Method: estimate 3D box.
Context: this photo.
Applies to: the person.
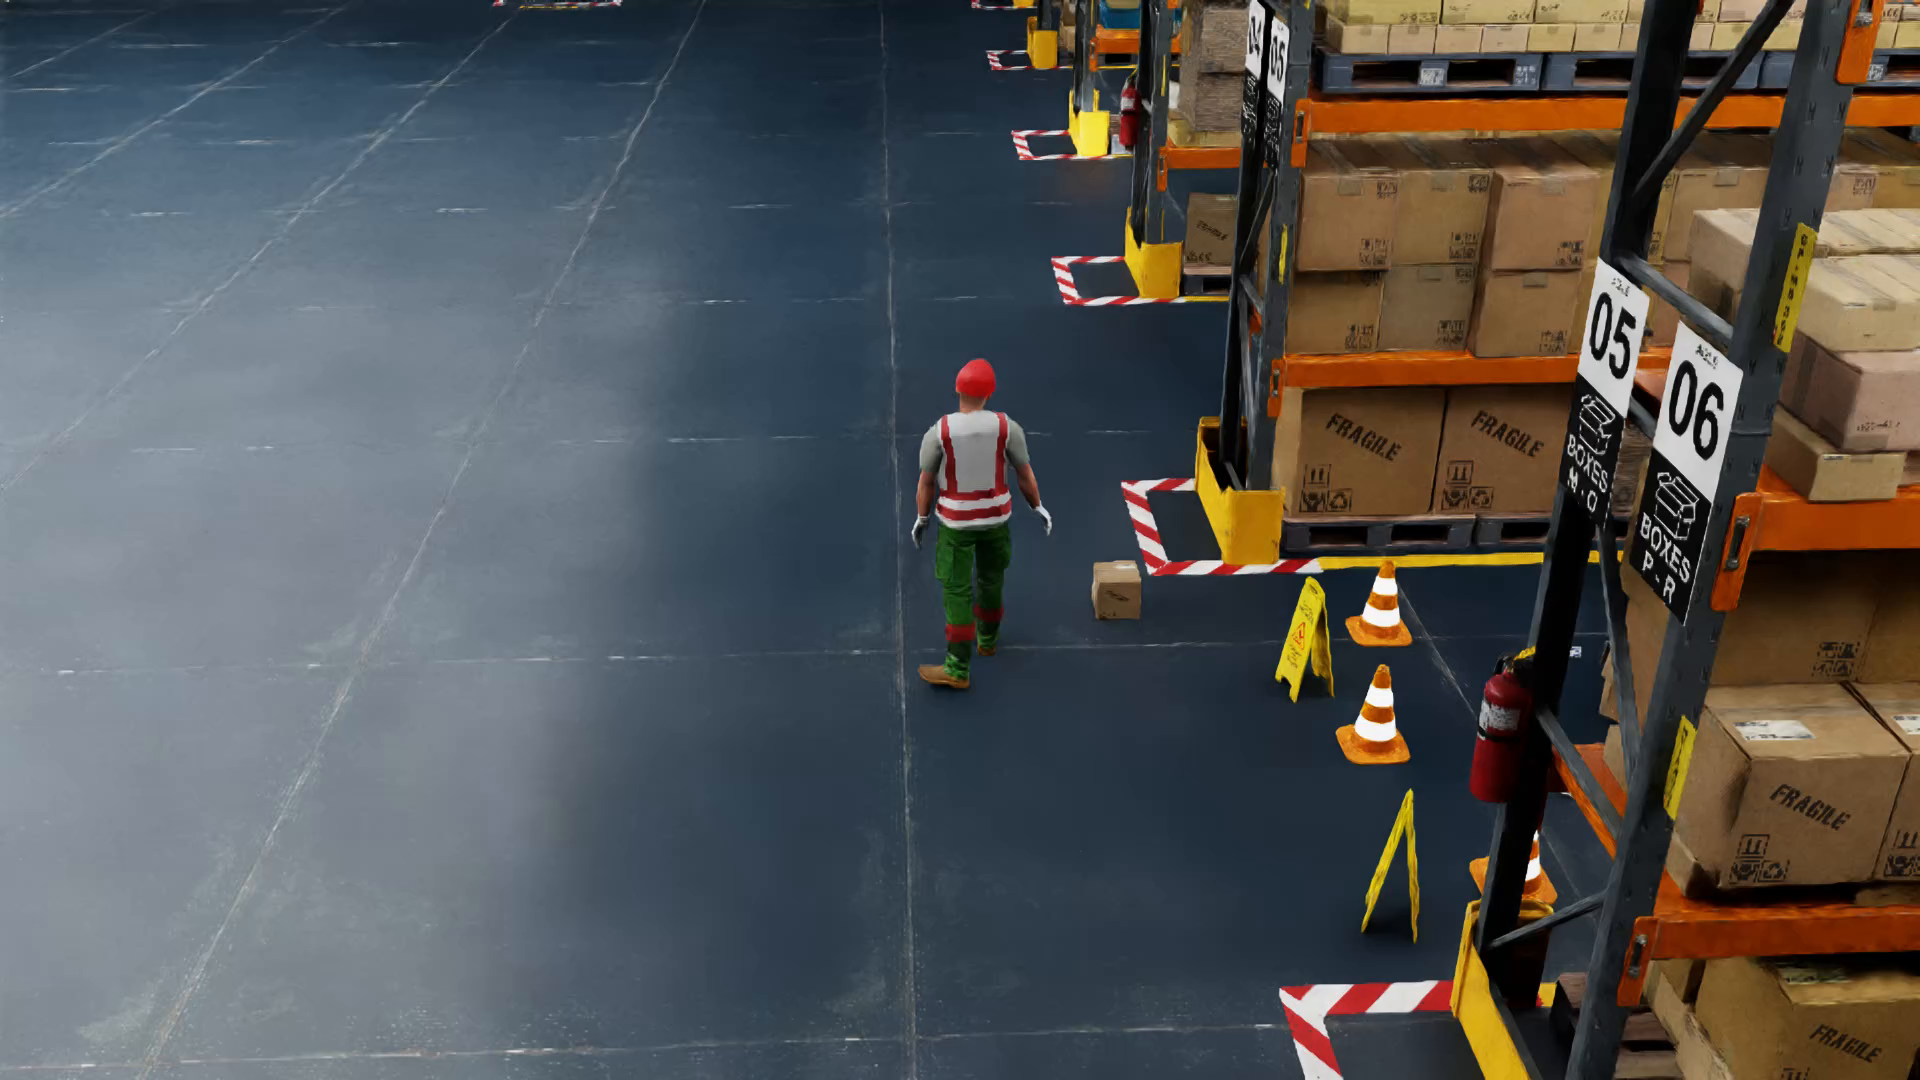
[{"bbox_3d":[0.115,-0.128,8.833,0.754,1.791,0.634,-6,28,-11],"label":"person"}]
